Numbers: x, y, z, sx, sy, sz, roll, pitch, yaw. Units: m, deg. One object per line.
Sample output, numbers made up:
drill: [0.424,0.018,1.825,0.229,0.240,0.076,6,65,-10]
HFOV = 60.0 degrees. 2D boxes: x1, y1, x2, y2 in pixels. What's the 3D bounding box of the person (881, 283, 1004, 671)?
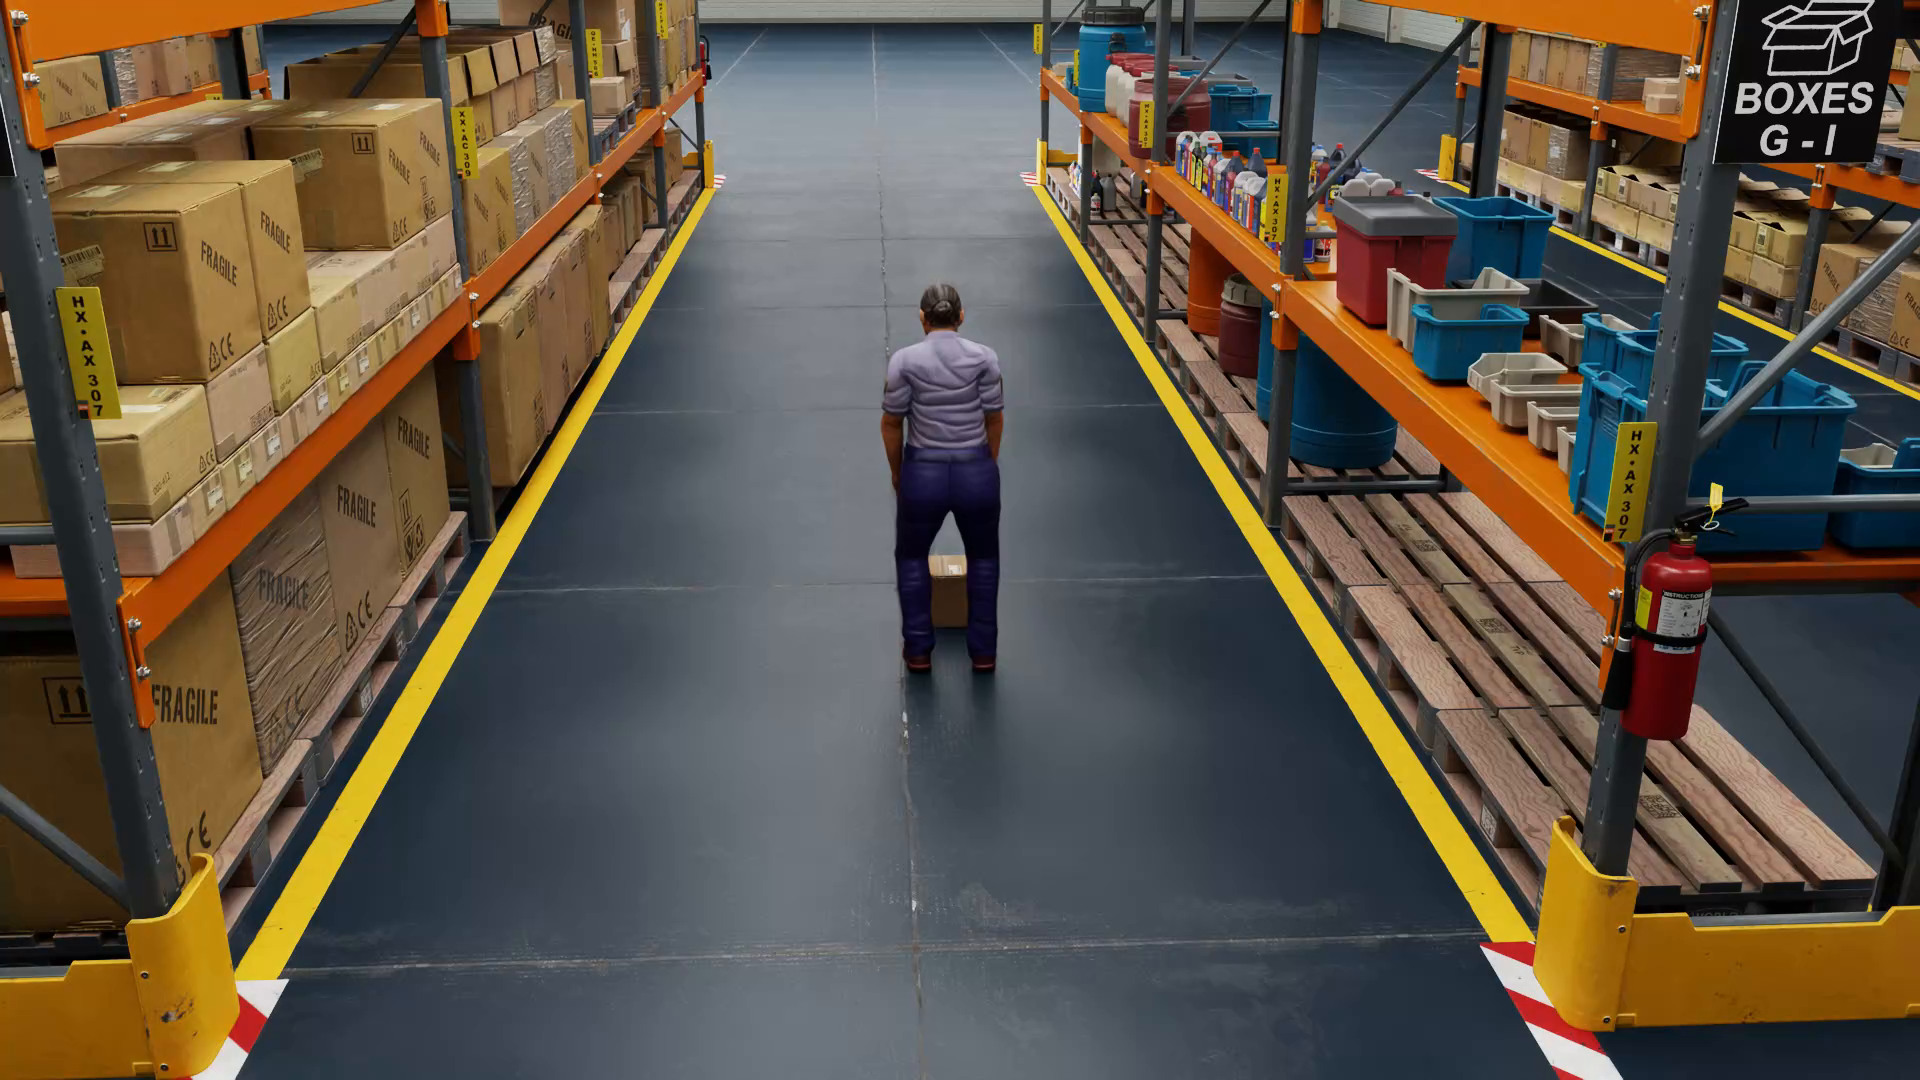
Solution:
person: [-0.071,-0.225,6.781,0.496,1.604,0.391,-1,21,-2]
